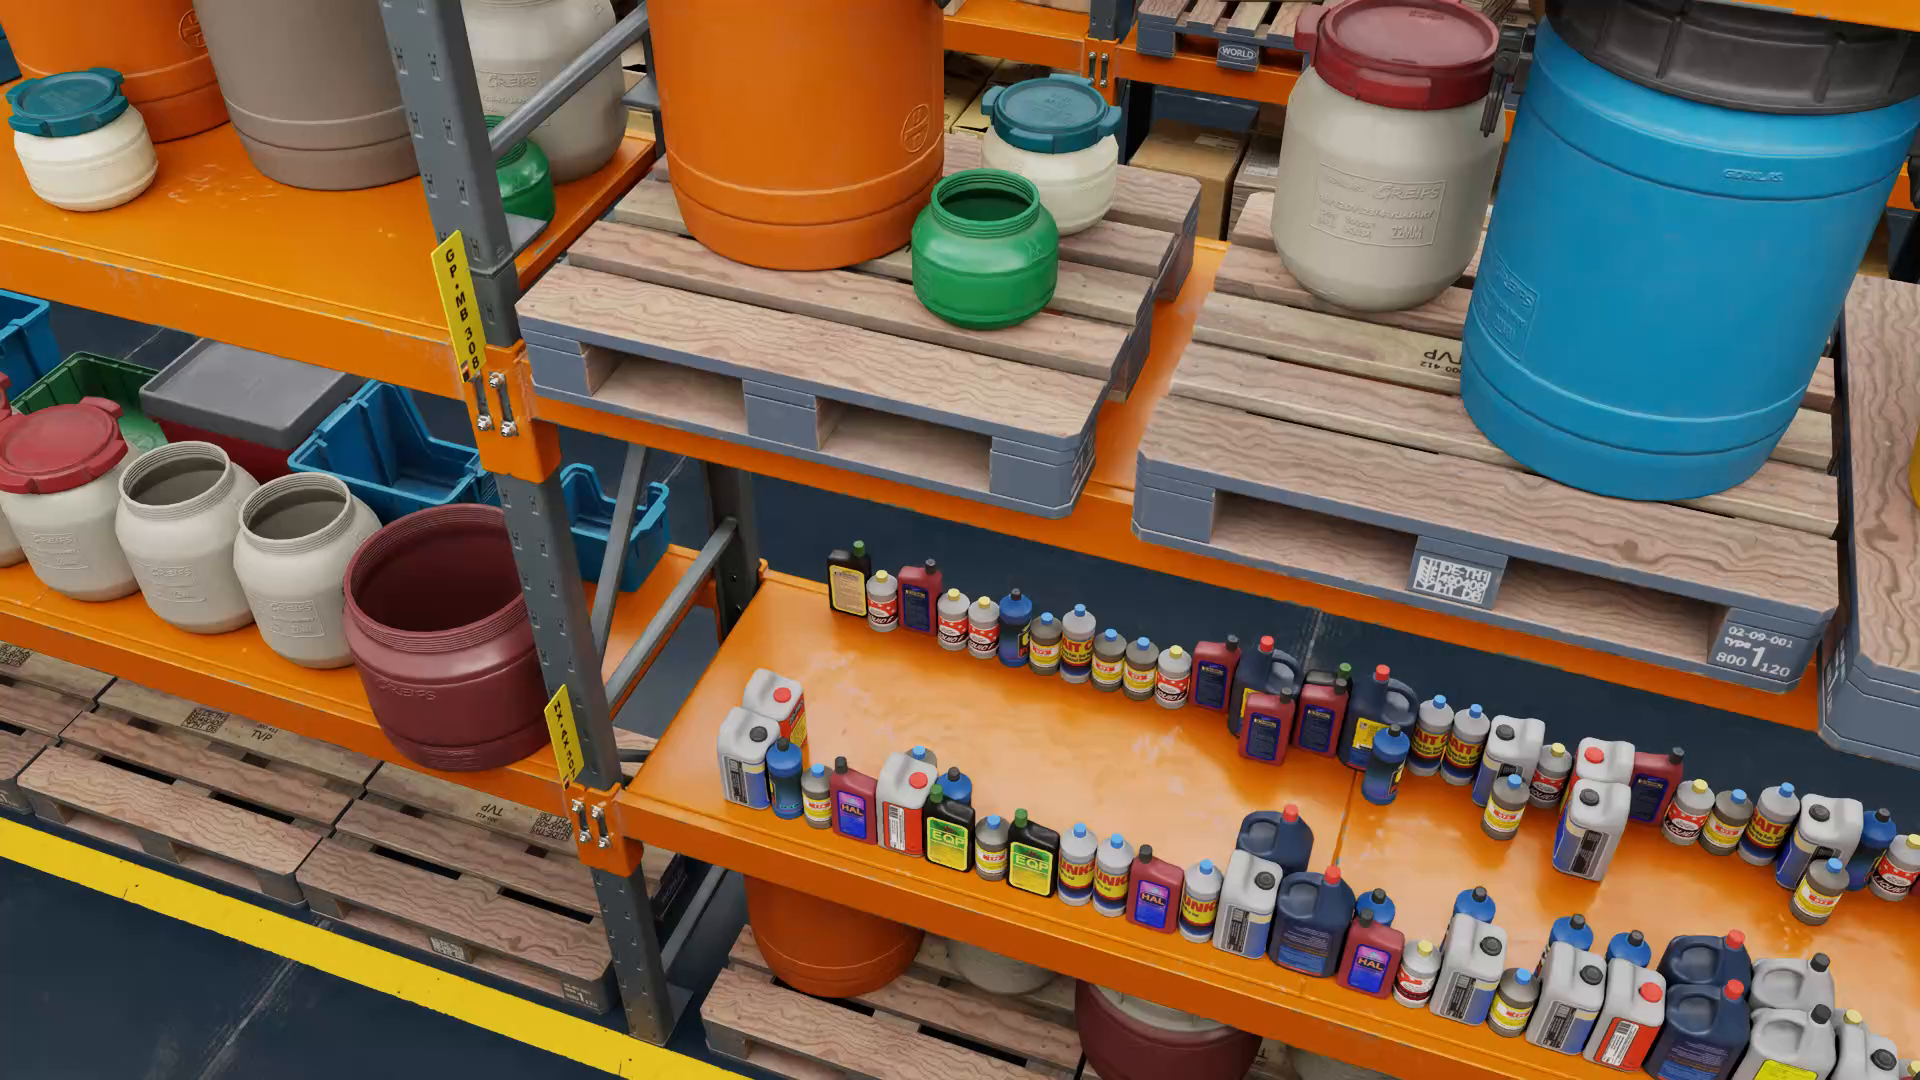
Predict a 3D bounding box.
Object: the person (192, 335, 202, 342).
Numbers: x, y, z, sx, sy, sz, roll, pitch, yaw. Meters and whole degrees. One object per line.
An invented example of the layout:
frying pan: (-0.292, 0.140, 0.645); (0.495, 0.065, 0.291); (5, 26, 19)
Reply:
person: (-3.782, -1.502, 7.825); (0.424, 1.592, 0.799); (-33, 51, -31)
